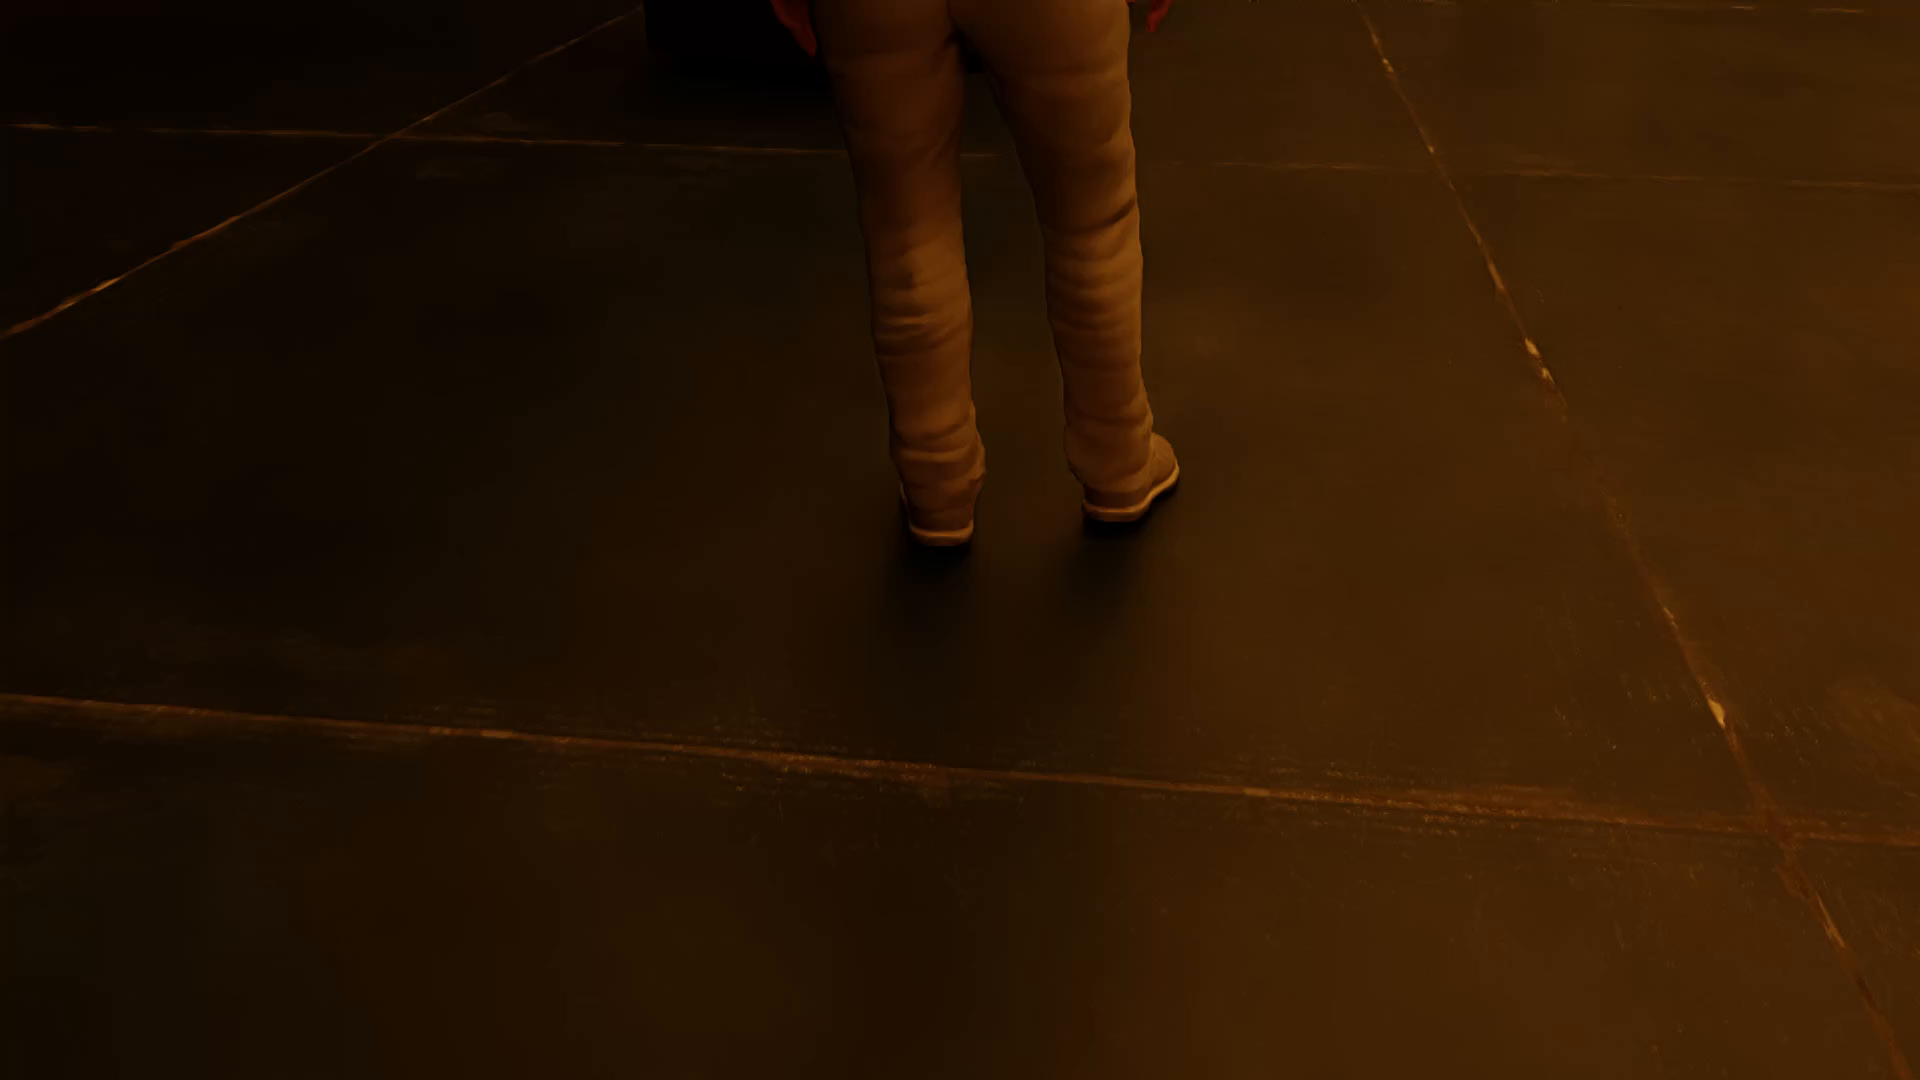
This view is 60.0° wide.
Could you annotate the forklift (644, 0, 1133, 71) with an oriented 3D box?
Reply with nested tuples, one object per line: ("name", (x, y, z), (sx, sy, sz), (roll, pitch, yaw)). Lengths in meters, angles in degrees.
("forklift", (0.048, -3.425, 6.082), (1.130, 2.935, 3.031), (13, 29, 24))

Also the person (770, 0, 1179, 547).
("person", (0.033, -0.785, 2.190), (0.598, 1.669, 0.529), (3, 27, 7))
